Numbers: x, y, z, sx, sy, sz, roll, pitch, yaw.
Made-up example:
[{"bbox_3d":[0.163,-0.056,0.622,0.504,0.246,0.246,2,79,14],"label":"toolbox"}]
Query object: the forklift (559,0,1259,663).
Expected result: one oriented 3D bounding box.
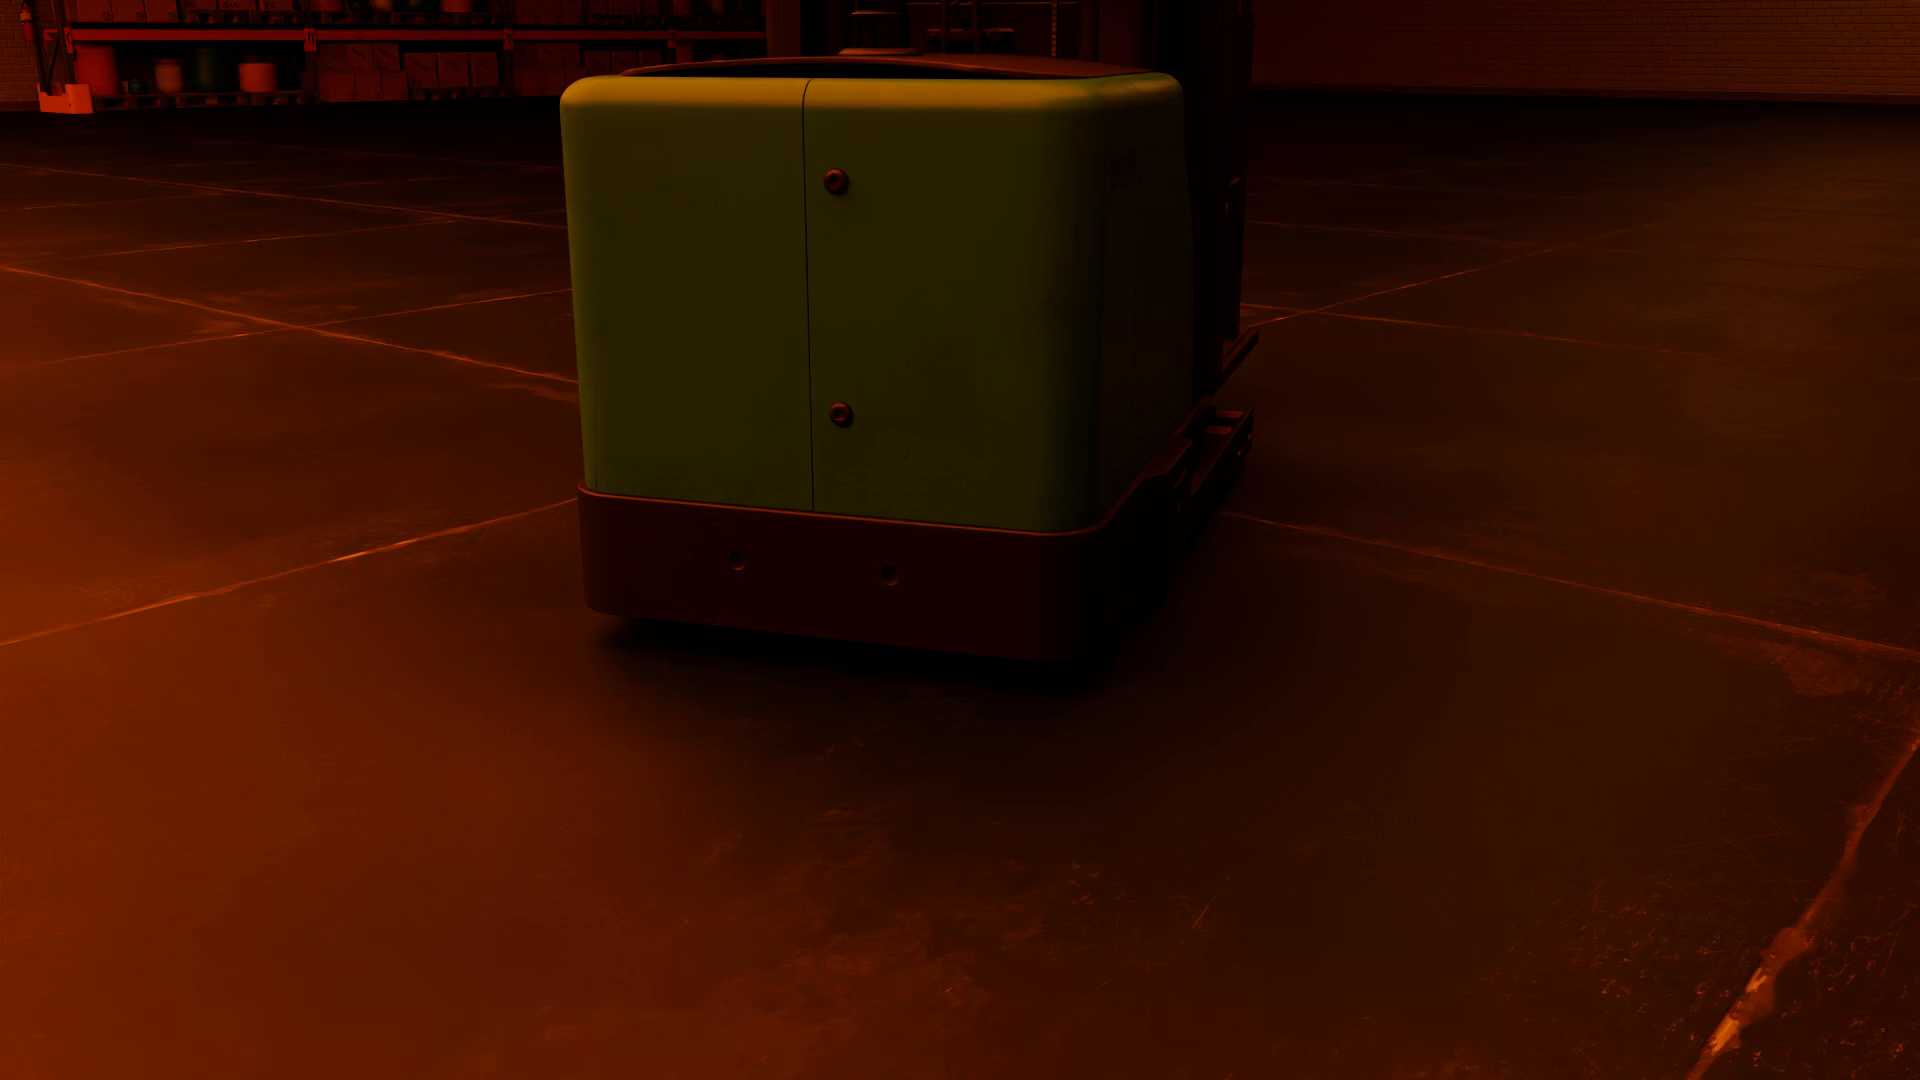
[{"bbox_3d":[0.182,-1.571,4.072,1.130,2.935,3.031,5,18,17],"label":"forklift"}]
